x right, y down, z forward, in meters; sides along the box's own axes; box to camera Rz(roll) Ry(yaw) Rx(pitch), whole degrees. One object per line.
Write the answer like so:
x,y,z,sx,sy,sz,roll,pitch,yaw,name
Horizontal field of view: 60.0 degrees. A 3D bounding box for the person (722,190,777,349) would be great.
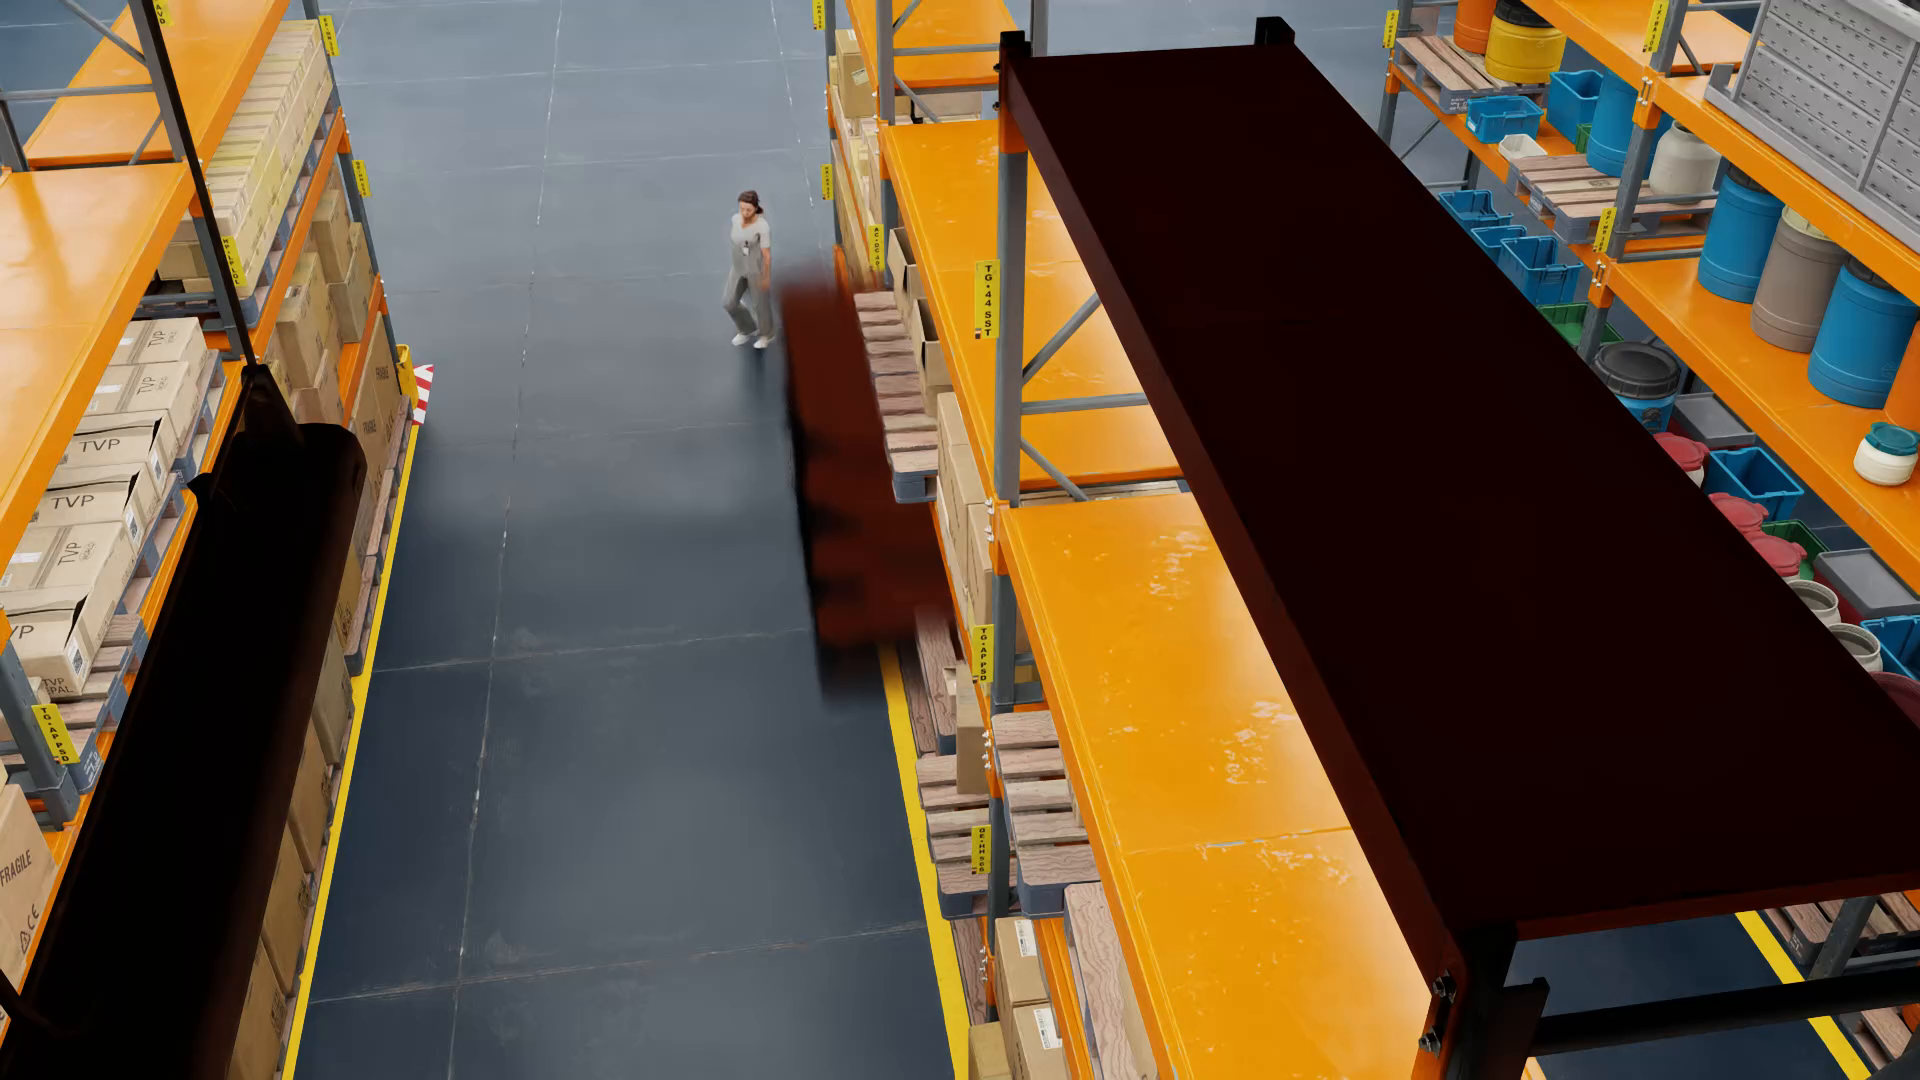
-1.930,-2.505,15.446,0.545,1.661,0.497,23,42,28,person
